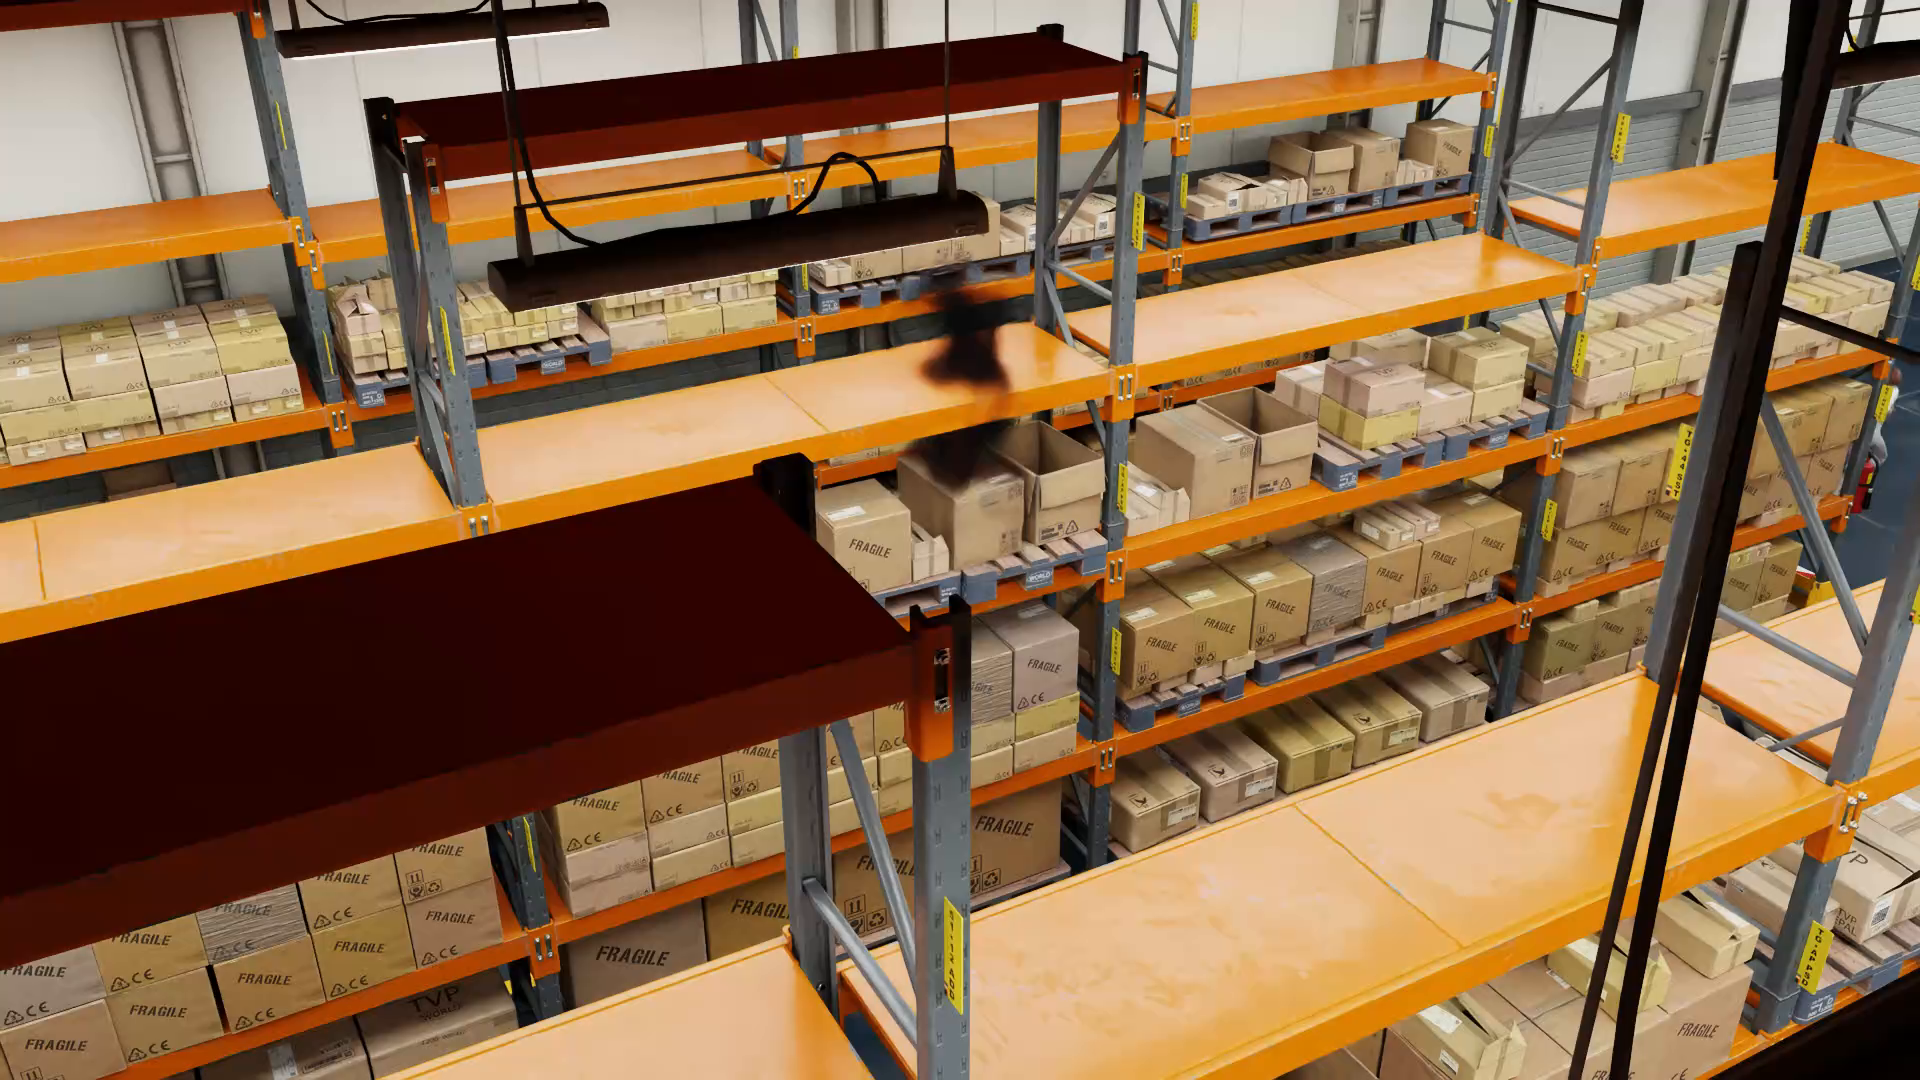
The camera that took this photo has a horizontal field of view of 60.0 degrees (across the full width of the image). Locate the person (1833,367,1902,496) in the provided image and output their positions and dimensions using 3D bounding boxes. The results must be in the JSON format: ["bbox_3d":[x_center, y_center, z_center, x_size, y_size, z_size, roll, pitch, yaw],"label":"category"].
[{"bbox_3d":[9.635,-1.125,17.642,0.901,1.372,0.543,-14,31,-24],"label":"person"}]
